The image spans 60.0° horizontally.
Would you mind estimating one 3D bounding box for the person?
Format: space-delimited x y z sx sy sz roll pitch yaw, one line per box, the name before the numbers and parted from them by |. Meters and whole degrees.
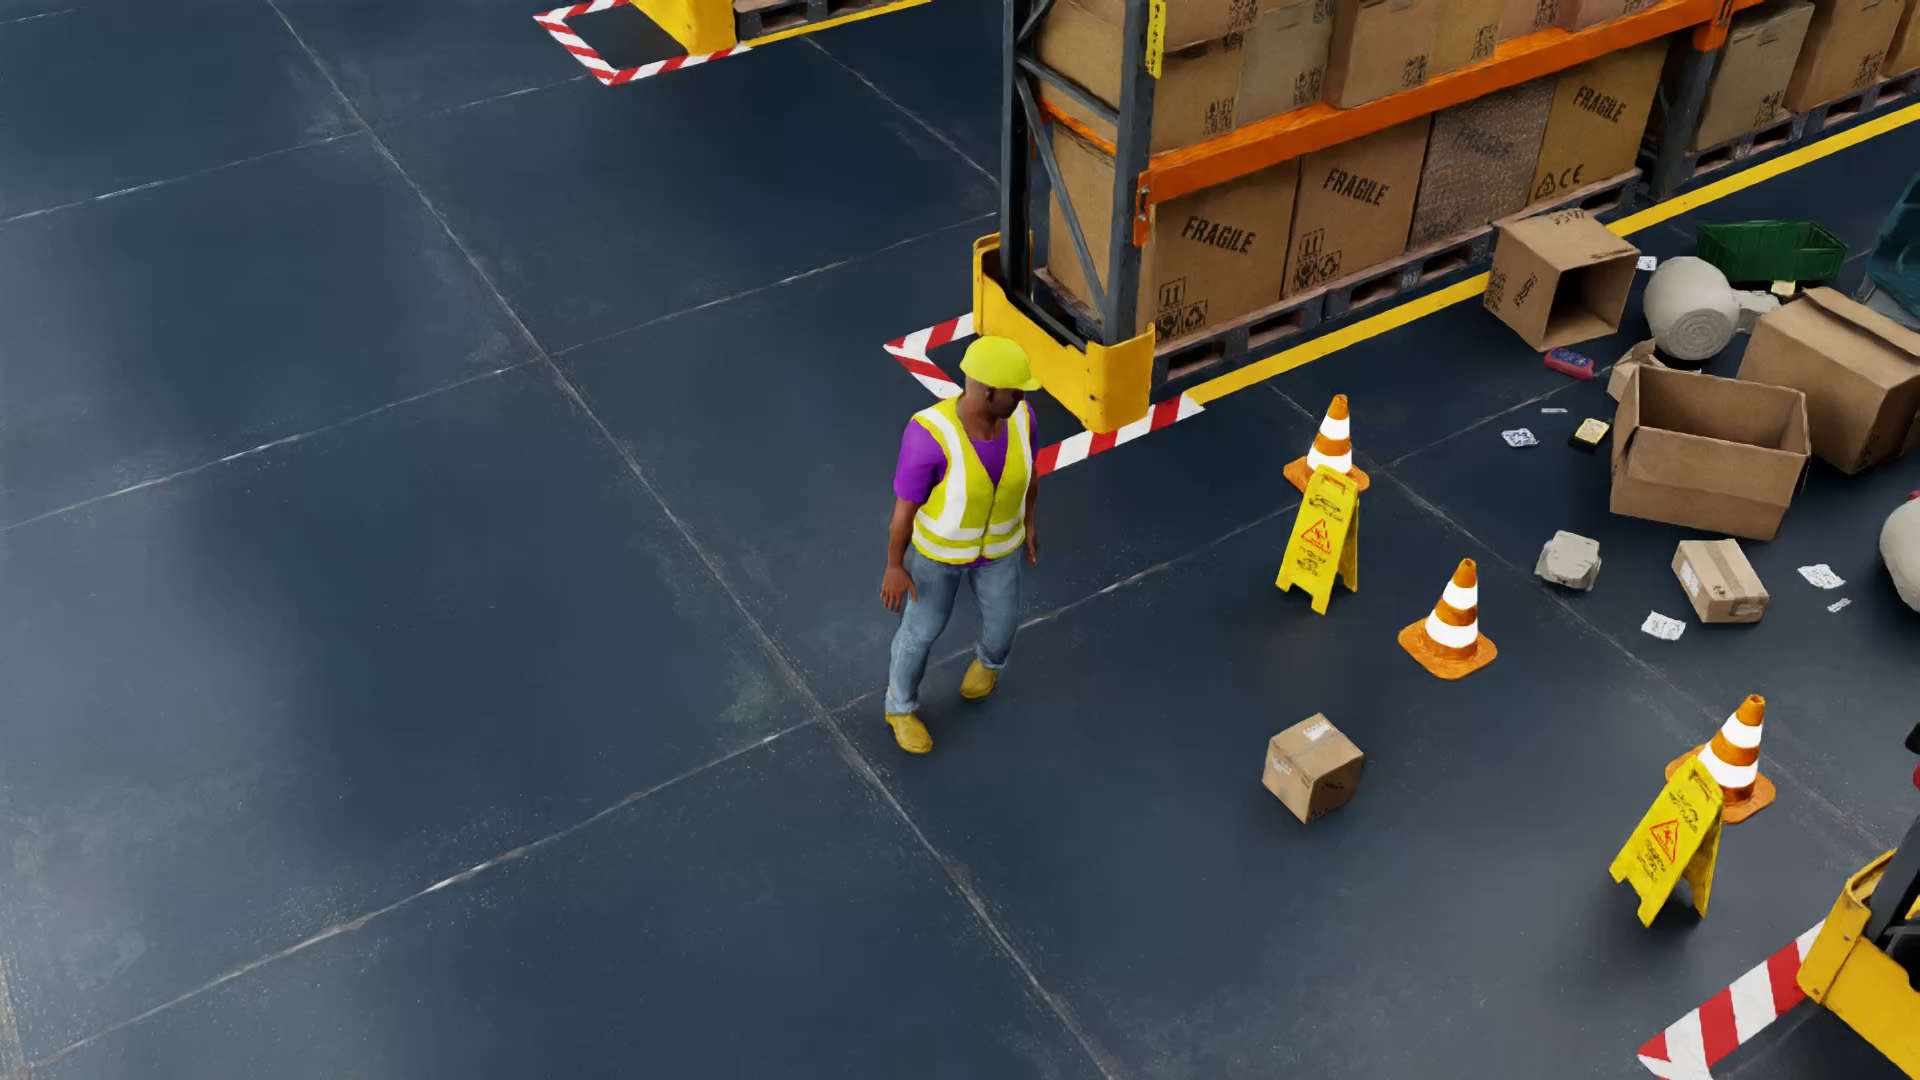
person | 0.003 0.017 6.123 0.669 1.743 0.430 -13 42 -15
